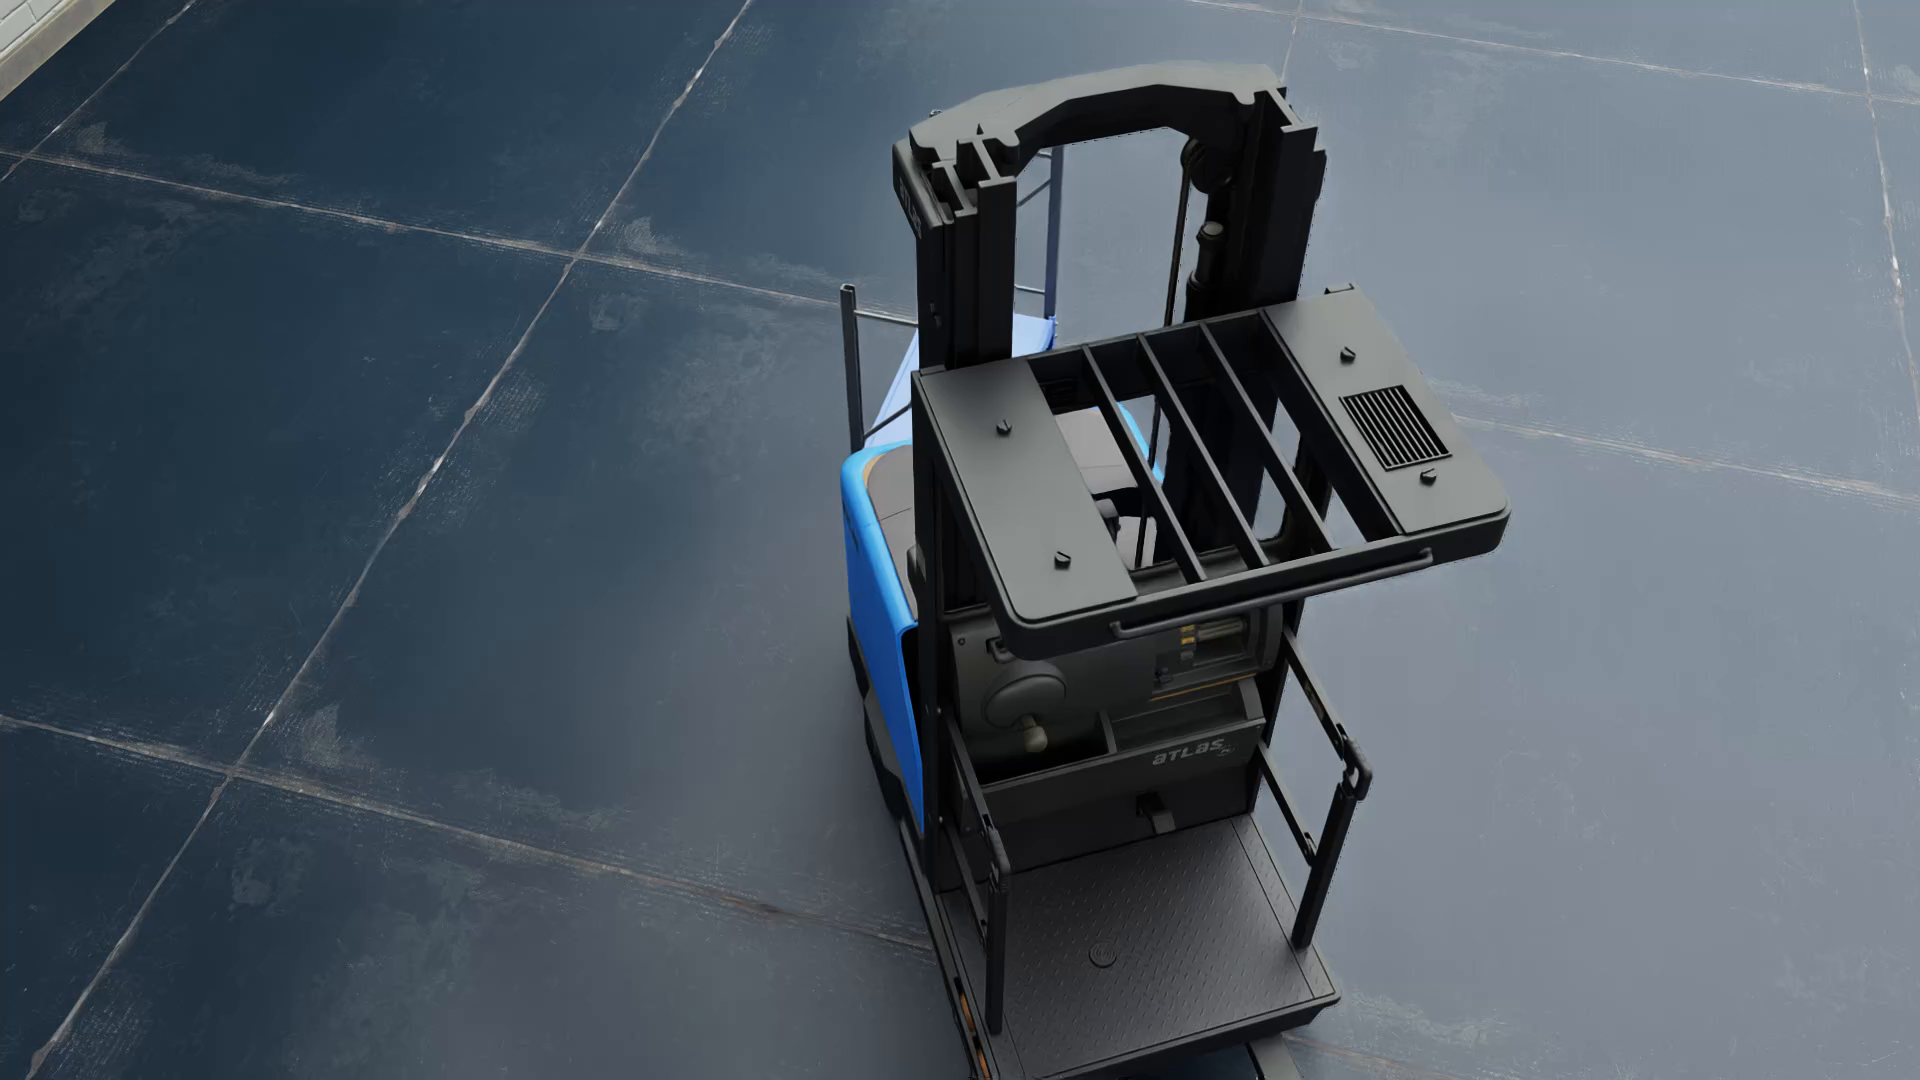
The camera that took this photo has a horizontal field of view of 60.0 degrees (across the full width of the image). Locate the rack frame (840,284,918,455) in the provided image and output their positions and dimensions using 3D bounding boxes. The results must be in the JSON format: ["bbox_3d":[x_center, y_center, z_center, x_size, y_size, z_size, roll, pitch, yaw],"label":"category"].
[{"bbox_3d":[-0.145,-0.275,5.911,0.500,1.500,0.032,12,50,11],"label":"rack frame"}]

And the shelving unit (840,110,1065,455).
[{"bbox_3d":[-0.005,-0.641,6.235,0.538,1.500,1.048,12,50,11],"label":"shelving unit"}]

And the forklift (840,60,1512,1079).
[{"bbox_3d":[0.496,0.410,4.352,1.130,2.935,3.031,-13,50,-11],"label":"forklift"}]

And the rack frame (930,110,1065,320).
[{"bbox_3d":[0.136,-1.008,6.558,0.500,1.500,0.032,12,50,11],"label":"rack frame"}]

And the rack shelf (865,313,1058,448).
[{"bbox_3d":[-0.005,-0.522,6.369,0.538,0.185,1.000,12,50,11],"label":"rack shelf"}]
